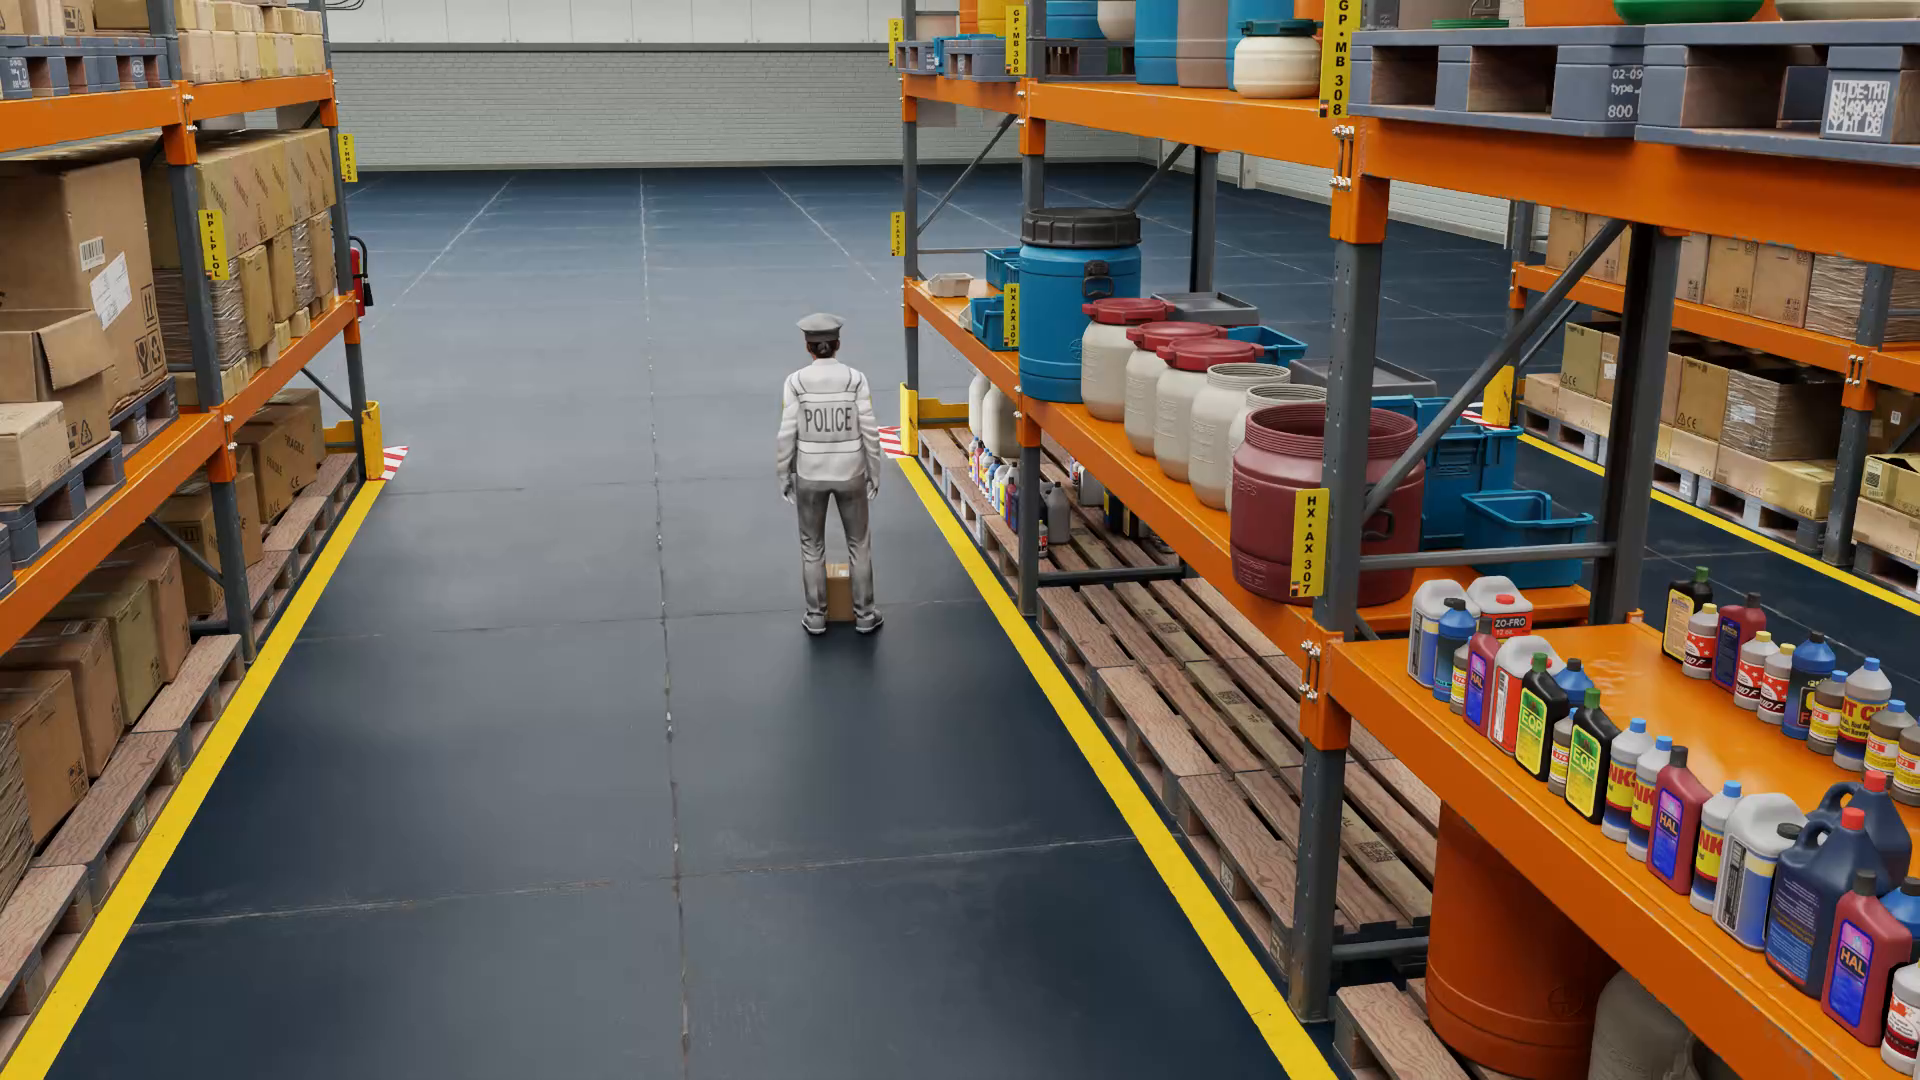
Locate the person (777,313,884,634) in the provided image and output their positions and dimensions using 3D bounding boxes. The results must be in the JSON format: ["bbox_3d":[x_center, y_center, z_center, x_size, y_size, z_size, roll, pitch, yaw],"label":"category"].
[{"bbox_3d":[-0.674,-0.324,8.625,0.546,1.664,0.375,-2,17,-5],"label":"person"}]
